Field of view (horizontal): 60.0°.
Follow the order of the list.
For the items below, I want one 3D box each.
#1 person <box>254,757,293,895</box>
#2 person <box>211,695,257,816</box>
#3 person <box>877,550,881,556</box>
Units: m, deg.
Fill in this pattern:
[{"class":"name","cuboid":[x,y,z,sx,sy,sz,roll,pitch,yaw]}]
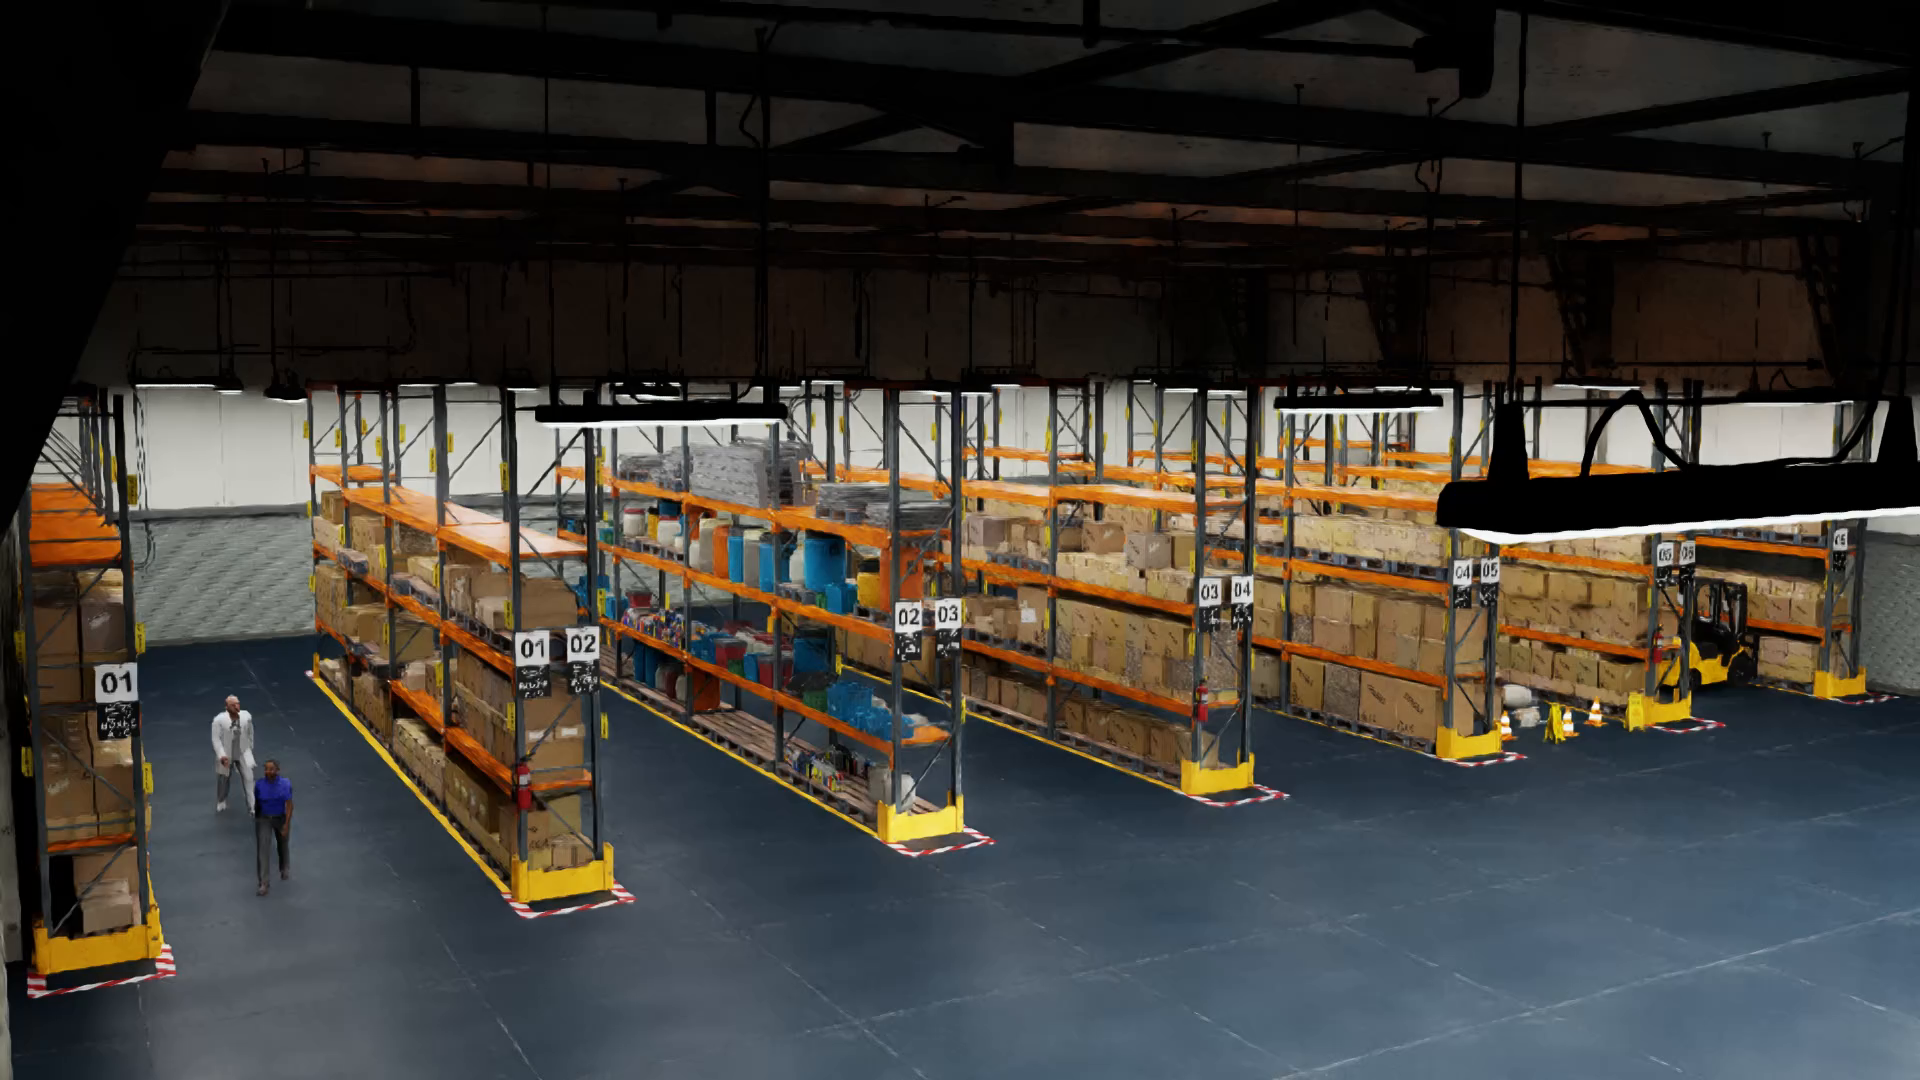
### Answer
[{"class":"person","cuboid":[-8.267,3.397,20.050,0.441,1.587,0.992,-2,6,-20]},{"class":"person","cuboid":[-10.151,2.995,23.255,0.607,1.699,1.171,-5,8,-38]},{"class":"person","cuboid":[-2.056,0.861,43.191,0.498,1.778,0.741,2,6,18]}]
